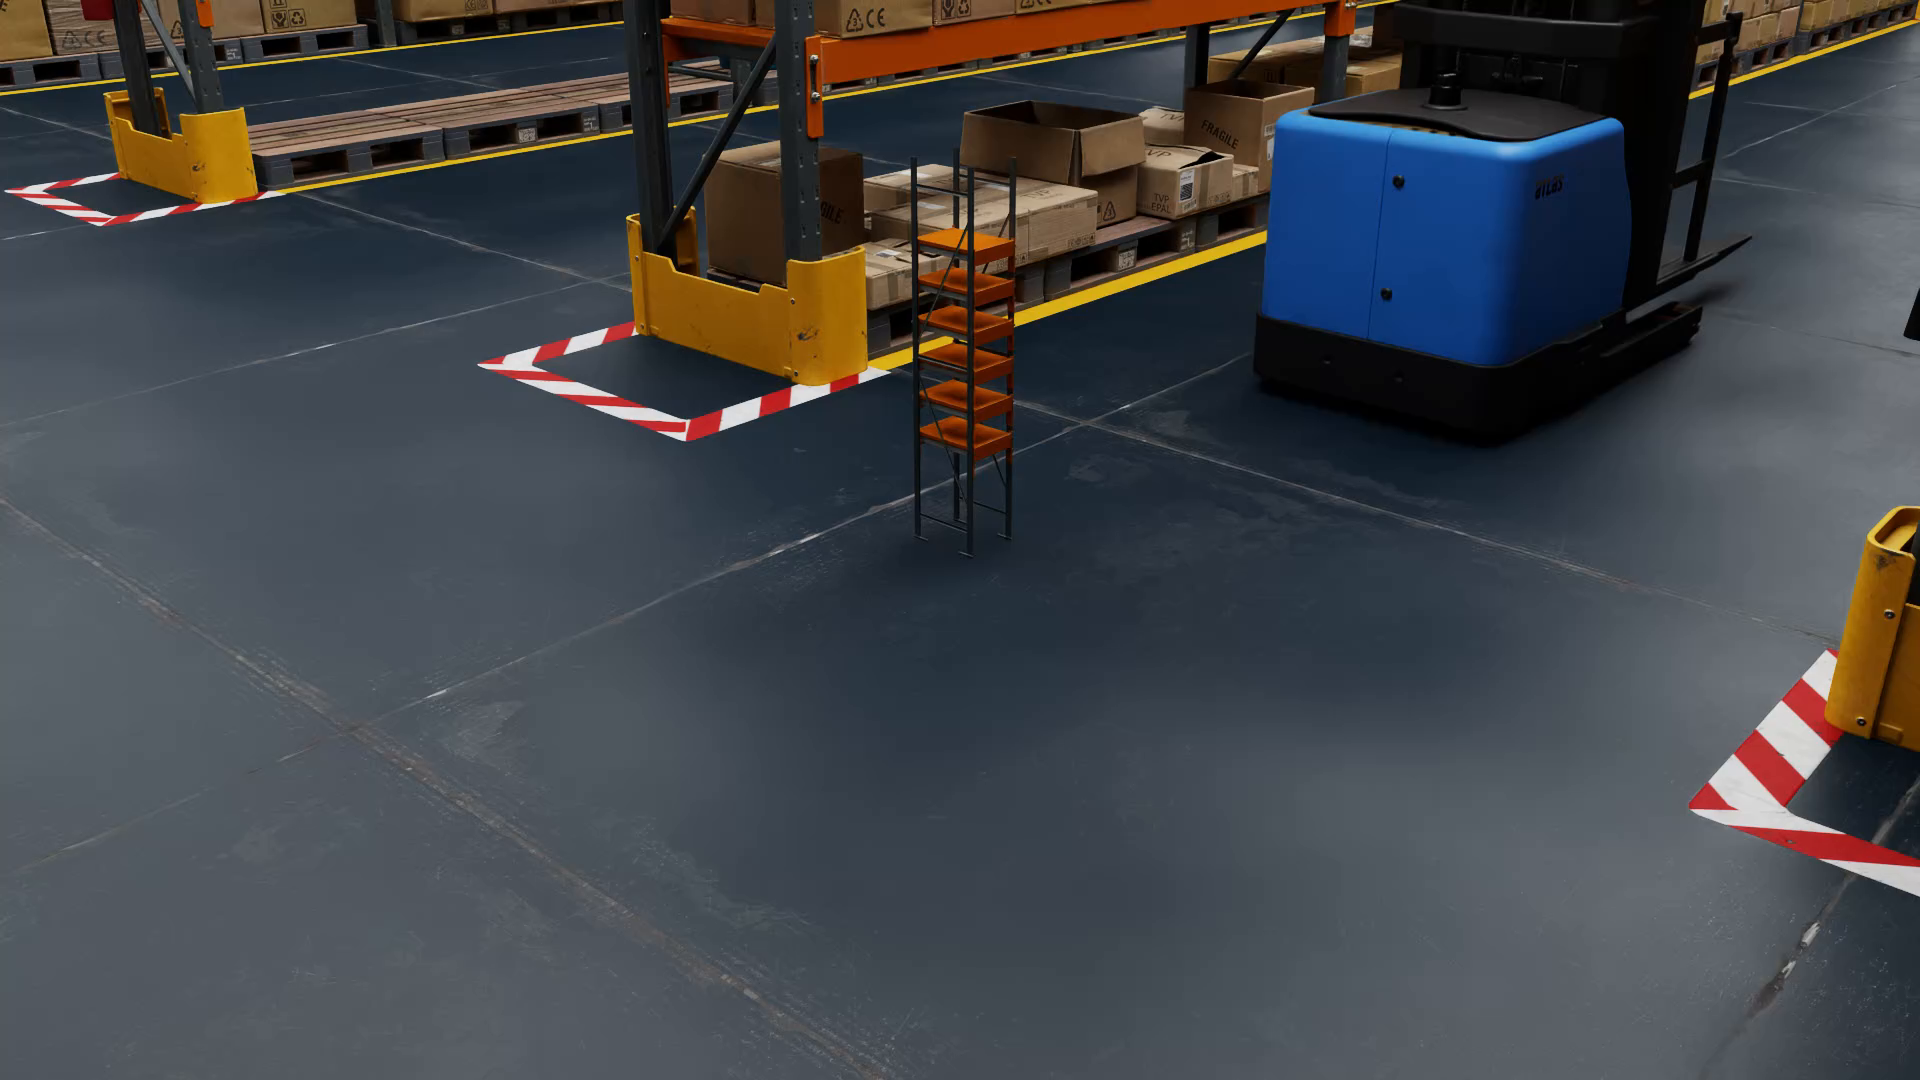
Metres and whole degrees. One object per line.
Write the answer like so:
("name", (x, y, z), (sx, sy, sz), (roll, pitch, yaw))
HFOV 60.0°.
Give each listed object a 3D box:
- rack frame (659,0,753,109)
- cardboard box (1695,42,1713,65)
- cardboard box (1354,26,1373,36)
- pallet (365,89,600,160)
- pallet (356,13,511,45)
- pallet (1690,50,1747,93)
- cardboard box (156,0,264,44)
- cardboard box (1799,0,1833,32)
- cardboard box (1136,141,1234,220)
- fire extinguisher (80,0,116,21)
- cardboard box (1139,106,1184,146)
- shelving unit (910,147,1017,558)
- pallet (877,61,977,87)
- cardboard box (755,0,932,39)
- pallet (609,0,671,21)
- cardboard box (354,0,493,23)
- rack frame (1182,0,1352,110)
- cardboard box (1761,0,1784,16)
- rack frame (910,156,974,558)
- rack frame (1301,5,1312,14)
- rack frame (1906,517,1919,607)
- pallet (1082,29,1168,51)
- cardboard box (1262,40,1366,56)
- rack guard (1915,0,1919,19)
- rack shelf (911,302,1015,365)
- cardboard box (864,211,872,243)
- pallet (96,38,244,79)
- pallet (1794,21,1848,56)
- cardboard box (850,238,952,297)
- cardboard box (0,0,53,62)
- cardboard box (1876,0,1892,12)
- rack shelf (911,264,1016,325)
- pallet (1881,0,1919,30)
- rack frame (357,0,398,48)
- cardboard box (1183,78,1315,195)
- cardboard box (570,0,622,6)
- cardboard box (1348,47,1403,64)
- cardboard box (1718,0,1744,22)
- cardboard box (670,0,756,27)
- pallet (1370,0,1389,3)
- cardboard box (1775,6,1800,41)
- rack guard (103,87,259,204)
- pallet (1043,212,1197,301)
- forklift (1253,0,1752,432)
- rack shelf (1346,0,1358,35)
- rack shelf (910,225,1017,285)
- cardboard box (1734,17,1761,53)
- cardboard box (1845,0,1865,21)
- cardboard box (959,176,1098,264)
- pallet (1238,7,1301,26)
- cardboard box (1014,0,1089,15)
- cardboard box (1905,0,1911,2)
("rack frame", (-1.968, -4.730, 12.133), (1.000, 3.000, 0.127), (20, 31, 38))
("cardboard box", (5.633, -3.925, 13.185), (0.500, 0.250, 0.500), (19, 30, 36))
("cardboard box", (2.843, -3.122, 11.063), (0.500, 0.500, 0.500), (19, 30, 36))
("pallet", (-3.244, -2.849, 11.347), (1.003, 0.211, 1.213), (20, 31, 38))
("pallet", (-5.198, -5.066, 16.290), (1.003, 0.211, 1.213), (20, 31, 38))
("pallet", (5.780, -3.933, 13.763), (1.003, 0.211, 1.213), (20, 31, 38))
("cardboard box", (-6.758, -4.851, 14.487), (0.875, 0.875, 0.875), (20, 31, 38))
("cardboard box", (7.592, -4.809, 15.157), (0.500, 0.250, 0.500), (20, 31, 38))
("cardboard box", (1.048, -1.871, 8.504), (0.500, 0.311, 0.500), (20, 31, 38))
("fire extinguisher", (-5.077, -3.384, 9.681), (0.296, 0.674, 0.183), (20, 31, 38))
("cardboard box", (1.277, -2.281, 9.420), (0.500, 0.311, 0.500), (20, 31, 38))
("shelving unit", (0.010, -0.552, 5.014), (0.258, 1.200, 0.189), (20, 31, 38))
("pallet", (-0.608, -4.055, 14.035), (1.003, 0.211, 1.213), (20, 31, 38))
("cardboard box", (-0.459, -2.266, 6.516), (0.500, 0.500, 0.500), (21, 32, 39))
("pallet", (-3.570, -5.809, 17.948), (1.003, 0.211, 1.213), (20, 31, 38))
("cardboard box", (-5.245, -5.505, 15.945), (1.225, 0.875, 0.875), (20, 31, 38))
("rack frame", (1.718, -3.376, 9.114), (1.000, 3.000, 0.127), (20, 31, 38))
("cardboard box", (6.658, -4.645, 14.105), (0.500, 0.311, 0.500), (21, 32, 39))
("rack frame", (-0.051, -0.524, 4.952), (0.240, 1.200, 0.006), (20, 31, 38))
("rack frame", (3.371, -7.167, 17.569), (1.000, 3.000, 0.127), (20, 31, 38))
("rack frame", (2.740, -0.806, 3.381), (1.000, 3.000, 0.127), (20, 31, 38))
("pallet", (1.247, -4.902, 15.924), (1.003, 0.211, 1.213), (20, 31, 38))
("cardboard box", (2.170, -2.813, 10.376), (0.500, 0.500, 0.500), (20, 31, 38))
("rack guard", (9.743, -5.899, 17.796), (1.175, 0.500, 0.348), (20, 31, 38))
("rack shelf", (0.010, -0.621, 4.983), (0.258, 0.103, 0.180), (20, 31, 38))
("cardboard box", (-0.435, -1.397, 7.625), (0.380, 0.166, 0.250), (20, 31, 38))
("pallet", (-7.037, -4.226, 14.418), (1.003, 0.211, 1.213), (20, 31, 38))
("pallet", (7.619, -4.772, 15.635), (1.003, 0.211, 1.213), (20, 31, 38))
("cardboard box", (-0.250, -1.175, 7.130), (0.380, 0.166, 0.250), (20, 31, 38))
("cardboard box", (-7.959, -4.303, 13.263), (0.875, 0.875, 0.875), (20, 31, 38))
("cardboard box", (8.932, -5.417, 16.512), (0.500, 0.250, 0.500), (20, 31, 38))
("rack shelf", (0.010, -0.730, 4.934), (0.258, 0.103, 0.180), (20, 31, 38))
("pallet", (9.247, -5.516, 17.293), (1.003, 0.211, 1.213), (20, 31, 38))
("rack frame", (-5.657, -6.082, 15.149), (1.000, 3.000, 0.127), (20, 31, 38))
("cardboard box", (1.549, -2.185, 8.975), (0.500, 0.500, 0.500), (20, 31, 38))
("cardboard box", (-4.064, -6.049, 17.159), (1.225, 0.875, 0.875), (20, 31, 38))
("cardboard box", (2.570, -2.683, 10.085), (0.500, 0.500, 0.500), (21, 31, 38))
("cardboard box", (5.985, -4.341, 13.428), (0.500, 0.311, 0.500), (20, 31, 37))
("cardboard box", (-0.856, -2.414, 6.845), (0.500, 0.500, 0.500), (21, 32, 39))
("pallet", (4.664, -6.462, 19.403), (1.003, 0.211, 1.213), (20, 31, 38))
("cardboard box", (6.996, -4.545, 14.568), (0.500, 0.250, 0.500), (20, 31, 37))
("rack guard", (-4.644, -2.360, 9.902), (1.175, 0.500, 0.348), (20, 31, 38))
("pallet", (0.445, -1.521, 8.385), (1.003, 0.211, 1.213), (20, 31, 38))
("forklift", (2.526, -2.241, 6.666), (1.130, 2.935, 3.031), (21, 31, 38))
("rack shelf", (3.053, -3.657, 10.620), (1.077, 0.370, 4.000), (20, 31, 38))
("rack shelf", (0.010, -0.840, 4.885), (0.258, 0.103, 0.180), (20, 31, 38))
("cardboard box", (6.316, -4.235, 13.878), (0.500, 0.250, 0.500), (21, 32, 39))
("cardboard box", (8.267, -5.111, 15.830), (0.500, 0.250, 0.500), (20, 31, 38))
("cardboard box", (0.290, -1.497, 7.744), (0.500, 0.250, 0.500), (20, 31, 38))
("pallet", (2.876, -5.645, 17.582), (1.003, 0.211, 1.213), (20, 31, 38))
("cardboard box", (0.218, -2.577, 7.209), (0.500, 0.500, 0.500), (20, 31, 37))
("cardboard box", (9.589, -5.725, 17.200), (0.500, 0.250, 0.500), (20, 31, 38))
